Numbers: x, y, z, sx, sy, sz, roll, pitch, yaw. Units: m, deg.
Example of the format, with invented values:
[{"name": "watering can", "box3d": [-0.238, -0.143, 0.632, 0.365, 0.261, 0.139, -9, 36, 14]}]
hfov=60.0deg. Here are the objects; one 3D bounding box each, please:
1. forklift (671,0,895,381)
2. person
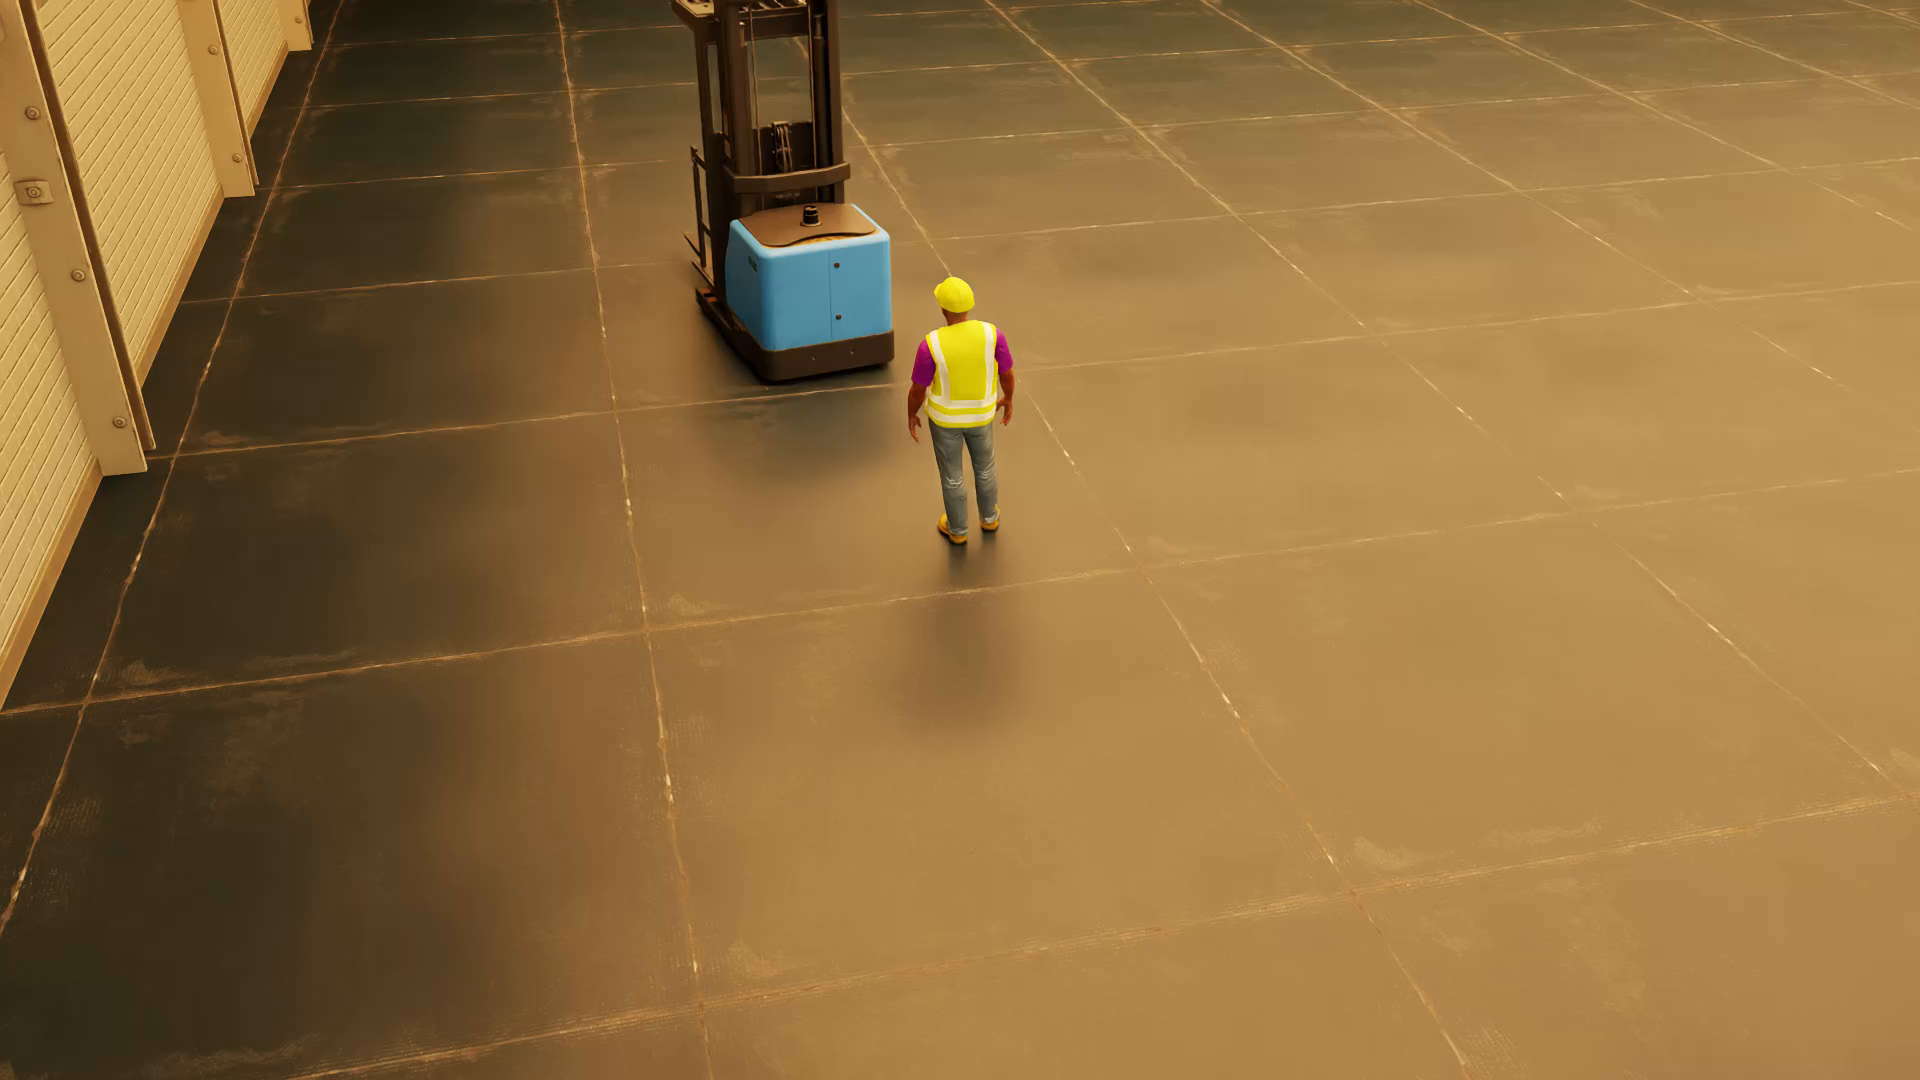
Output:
[{"name": "forklift", "box3d": [-1.546, -3.177, 13.063, 1.130, 2.935, 3.031, -12, 32, -20]}, {"name": "person", "box3d": [-0.010, -0.805, 10.114, 0.665, 1.764, 0.577, -7, 31, -12]}]
